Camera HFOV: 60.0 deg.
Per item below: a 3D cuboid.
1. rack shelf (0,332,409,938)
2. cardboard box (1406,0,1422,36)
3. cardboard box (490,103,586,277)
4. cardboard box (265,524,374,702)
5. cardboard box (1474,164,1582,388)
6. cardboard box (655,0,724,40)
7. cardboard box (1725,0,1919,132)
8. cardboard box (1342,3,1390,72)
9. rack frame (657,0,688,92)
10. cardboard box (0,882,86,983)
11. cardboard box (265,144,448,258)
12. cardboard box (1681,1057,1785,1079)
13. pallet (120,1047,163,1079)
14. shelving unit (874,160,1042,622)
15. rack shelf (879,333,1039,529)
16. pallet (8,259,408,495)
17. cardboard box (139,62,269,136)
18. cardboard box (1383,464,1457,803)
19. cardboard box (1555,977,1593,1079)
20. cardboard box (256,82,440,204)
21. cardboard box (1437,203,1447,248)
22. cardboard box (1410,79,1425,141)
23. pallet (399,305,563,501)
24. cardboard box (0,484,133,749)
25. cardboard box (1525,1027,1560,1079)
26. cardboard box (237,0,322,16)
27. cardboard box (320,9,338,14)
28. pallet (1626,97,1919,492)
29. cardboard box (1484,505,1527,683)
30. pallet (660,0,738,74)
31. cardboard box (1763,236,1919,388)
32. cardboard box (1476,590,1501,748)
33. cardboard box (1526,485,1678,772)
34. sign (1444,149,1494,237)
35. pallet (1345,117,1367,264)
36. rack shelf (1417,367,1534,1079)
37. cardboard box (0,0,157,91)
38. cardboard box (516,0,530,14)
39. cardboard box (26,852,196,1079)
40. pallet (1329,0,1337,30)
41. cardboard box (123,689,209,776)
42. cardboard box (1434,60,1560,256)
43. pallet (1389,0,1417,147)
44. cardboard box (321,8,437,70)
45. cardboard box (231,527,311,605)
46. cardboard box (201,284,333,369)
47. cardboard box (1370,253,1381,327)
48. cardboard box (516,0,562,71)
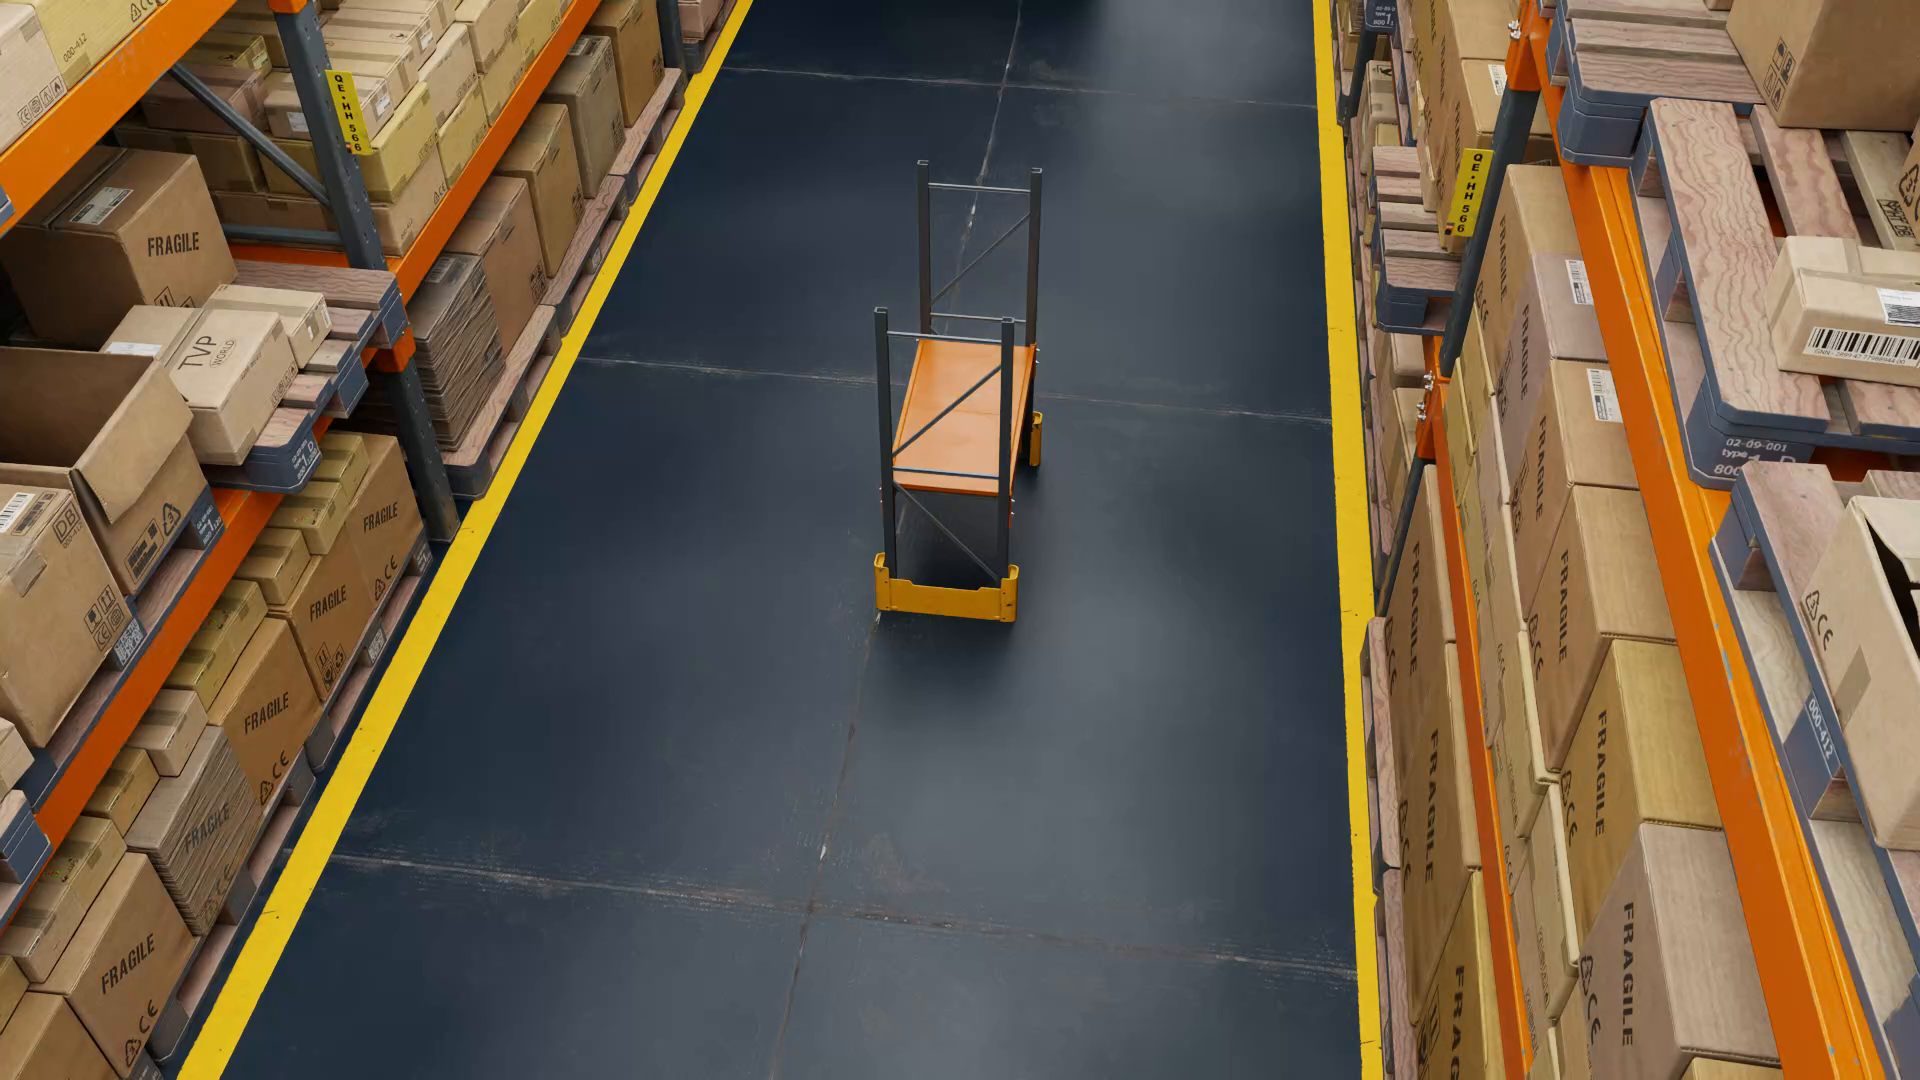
[{"bbox_3d":[-2.963,0.466,5.100,1.077,0.370,4.000,5,44,6],"label":"rack shelf"},{"bbox_3d":[2.203,-2.411,7.020,0.500,0.500,0.500,4,44,4],"label":"cardboard box"},{"bbox_3d":[-2.435,-1.777,8.367,0.875,0.625,0.625,4,44,4],"label":"cardboard box"},{"bbox_3d":[-2.618,0.245,6.323,0.500,0.500,0.500,5,44,5],"label":"cardboard box"},{"bbox_3d":[1.914,-0.795,5.108,0.500,0.500,0.500,4,44,4],"label":"cardboard box"},{"bbox_3d":[-1.778,-3.338,10.288,0.500,0.250,0.500,6,44,6],"label":"cardboard box"},{"bbox_3d":[2.279,-1.296,3.877,0.700,0.500,0.500,3,44,3],"label":"cardboard box"},{"bbox_3d":[2.562,-3.017,9.949,0.500,0.250,0.500,7,44,7],"label":"cardboard box"},{"bbox_3d":[-2.170,-3.884,9.171,1.000,3.000,0.127,5,44,6],"label":"rack frame"},{"bbox_3d":[-2.841,1.140,4.905,0.380,0.149,0.250,5,44,5],"label":"cardboard box"},{"bbox_3d":[-2.398,-1.384,6.639,0.500,0.250,0.500,5,44,6],"label":"cardboard box"},{"bbox_3d":[1.503,1.290,2.906,0.500,0.500,0.500,7,44,7],"label":"cardboard box"},{"bbox_3d":[-3.157,2.023,4.961,1.003,0.211,1.213,5,44,6],"label":"pallet"},{"bbox_3d":[0.010,-0.597,6.789,0.587,1.500,1.083,5,44,6],"label":"shelving unit"},{"bbox_3d":[0.011,-0.472,6.919,0.538,0.185,1.000,5,44,6],"label":"rack shelf"},{"bbox_3d":[-2.719,-0.620,5.863,1.213,0.211,1.003,5,44,6],"label":"pallet"},{"bbox_3d":[-2.856,-1.670,6.288,0.380,0.149,0.250,7,44,7],"label":"cardboard box"},{"bbox_3d":[2.048,0.373,5.915,0.875,0.875,0.875,5,44,5],"label":"cardboard box"},{"bbox_3d":[1.569,1.225,3.520,0.500,0.250,0.500,6,44,7],"label":"cardboard box"},{"bbox_3d":[-2.373,-1.563,6.465,0.500,0.250,0.500,5,44,5],"label":"cardboard box"},{"bbox_3d":[1.996,-1.205,6.218,0.380,0.149,0.250,6,44,6],"label":"cardboard box"},{"bbox_3d":[2.048,-1.741,6.784,0.380,0.149,0.250,6,44,6],"label":"cardboard box"},{"bbox_3d":[-2.551,-0.703,7.839,1.003,0.211,1.213,5,44,6],"label":"pallet"},{"bbox_3d":[-2.770,0.182,4.498,0.700,0.500,0.500,5,44,5],"label":"cardboard box"},{"bbox_3d":[1.571,1.395,3.704,0.500,0.250,0.500,5,44,5],"label":"cardboard box"},{"bbox_3d":[-2.874,-2.203,6.851,0.380,0.149,0.250,4,44,5],"label":"cardboard box"},{"bbox_3d":[-2.780,-2.307,7.250,0.500,0.250,0.500,5,44,5],"label":"cardboard box"},{"bbox_3d":[2.044,-0.524,3.578,1.003,0.211,1.213,7,44,7],"label":"pallet"},{"bbox_3d":[1.763,0.177,4.627,0.500,0.250,0.500,5,44,5],"label":"cardboard box"},{"bbox_3d":[-2.023,-3.410,10.698,1.003,0.211,1.213,5,44,6],"label":"pallet"},{"bbox_3d":[1.794,-0.443,3.219,0.380,0.166,0.250,9,44,9],"label":"cardboard box"},{"bbox_3d":[1.782,0.364,4.793,0.500,0.250,0.500,7,44,7],"label":"cardboard box"},{"bbox_3d":[1.705,0.239,4.016,0.500,0.500,0.500,6,44,6],"label":"cardboard box"},{"bbox_3d":[1.683,-1.144,5.492,0.100,0.325,0.005,5,44,6],"label":"sign"},{"bbox_3d":[2.649,-1.892,9.095,1.003,0.211,1.213,5,44,6],"label":"pallet"},{"bbox_3d":[1.958,0.915,4.626,1.077,0.370,4.000,5,44,6],"label":"rack shelf"},{"bbox_3d":[-2.592,-1.479,4.557,0.500,0.250,0.500,5,44,6],"label":"cardboard box"},{"bbox_3d":[-2.201,-2.612,7.573,0.500,0.250,0.500,6,44,6],"label":"cardboard box"},{"bbox_3d":[-2.810,1.310,5.197,0.500,0.500,0.500,4,44,4],"label":"cardboard box"},{"bbox_3d":[2.963,-3.718,11.023,1.003,0.211,1.213,5,44,6],"label":"pallet"},{"bbox_3d":[-2.716,0.622,5.452,0.380,0.149,0.250,3,44,4],"label":"cardboard box"},{"bbox_3d":[2.006,-1.342,5.891,0.500,0.500,0.500,4,44,4],"label":"cardboard box"},{"bbox_3d":[2.443,-1.993,7.313,1.003,0.211,1.213,5,44,6],"label":"pallet"},{"bbox_3d":[-2.322,-1.980,6.615,0.380,0.149,0.250,6,44,7],"label":"cardboard box"},{"bbox_3d":[-2.597,0.085,6.019,0.380,0.149,0.250,4,44,4],"label":"cardboard box"},{"bbox_3d":[-2.405,-0.737,5.724,0.380,0.149,0.250,6,44,6],"label":"cardboard box"},{"bbox_3d":[2.502,-1.312,8.060,0.950,0.372,0.625,7,44,7],"label":"cardboard box"},{"bbox_3d":[-2.195,-2.431,7.745,0.500,0.250,0.500,7,44,7],"label":"cardboard box"}]
